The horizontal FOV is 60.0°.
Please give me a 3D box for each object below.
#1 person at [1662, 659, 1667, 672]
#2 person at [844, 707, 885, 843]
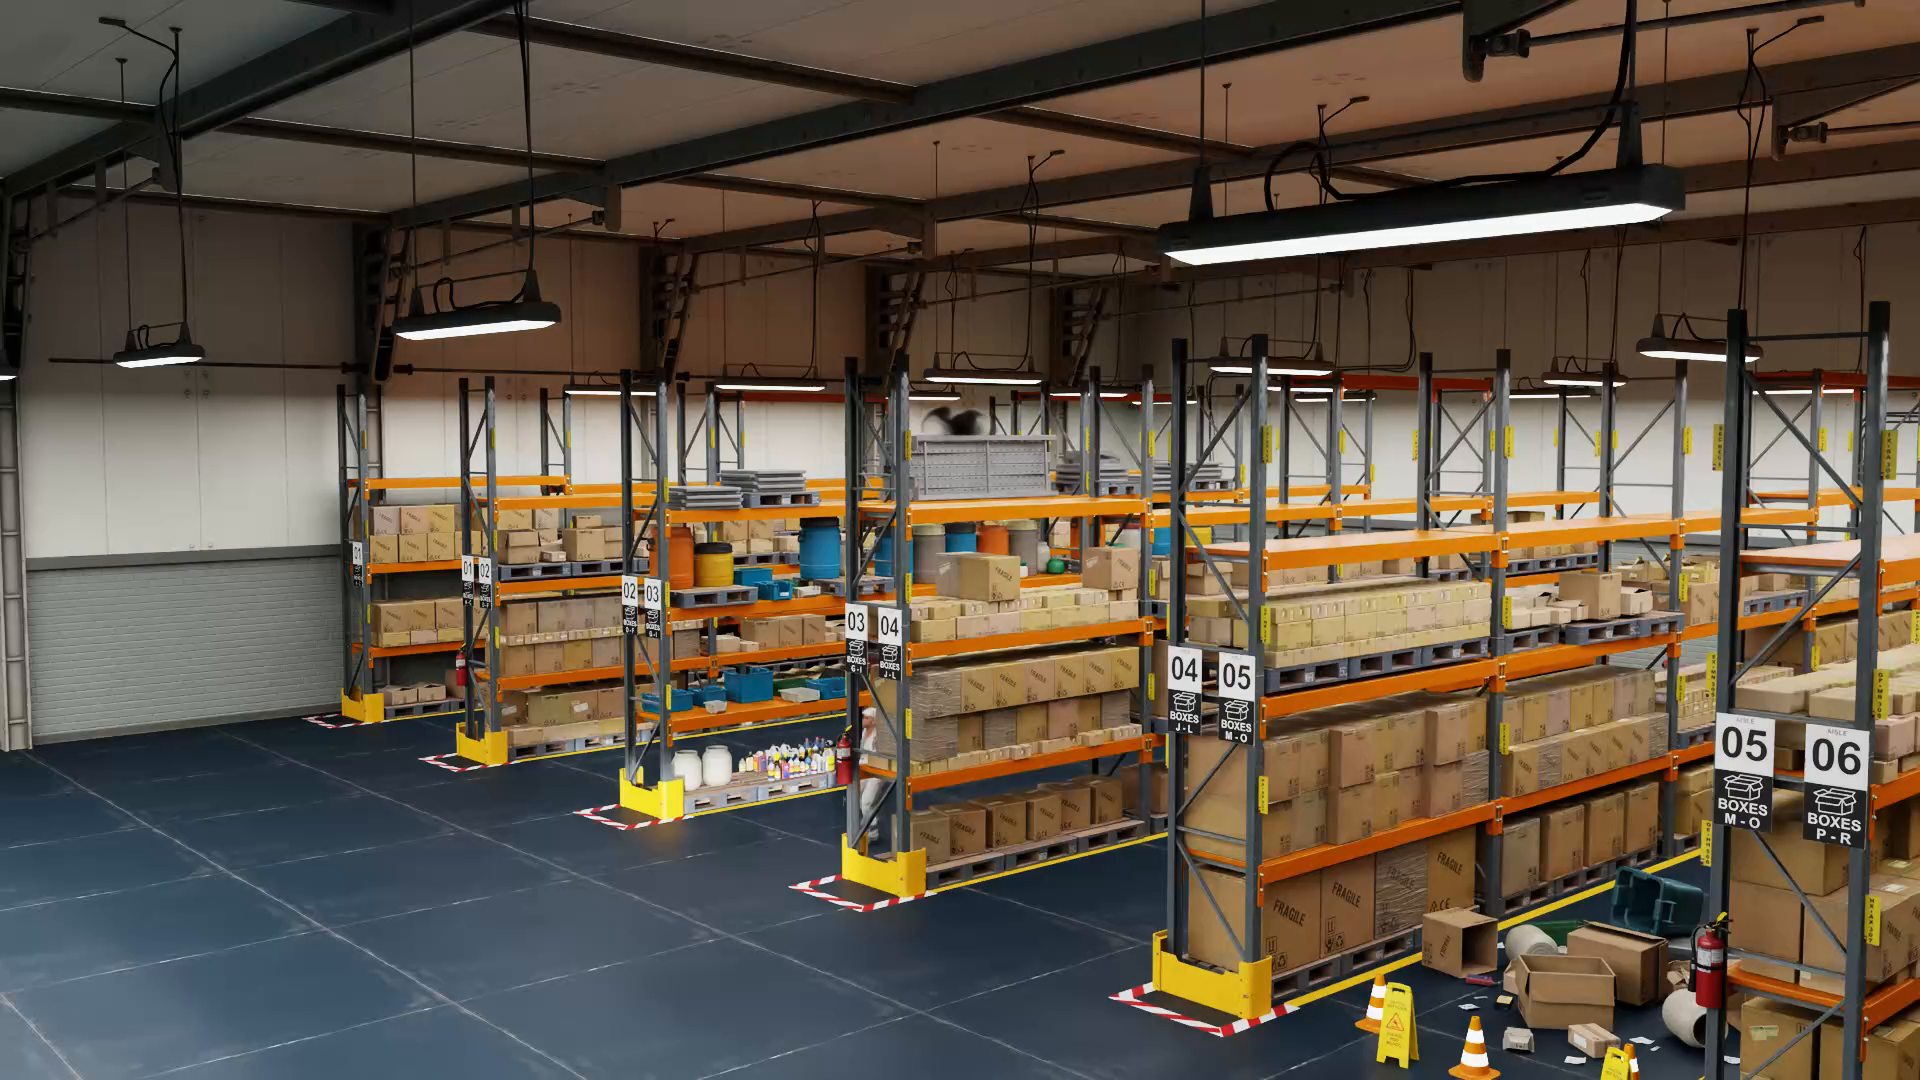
[{"bbox_3d":[10.585,2.649,24.744,0.993,1.814,0.691,-4,5,-44],"label":"person"},{"bbox_3d":[-1.141,2.945,20.850,0.527,1.737,0.795,-4,5,-45],"label":"person"}]
